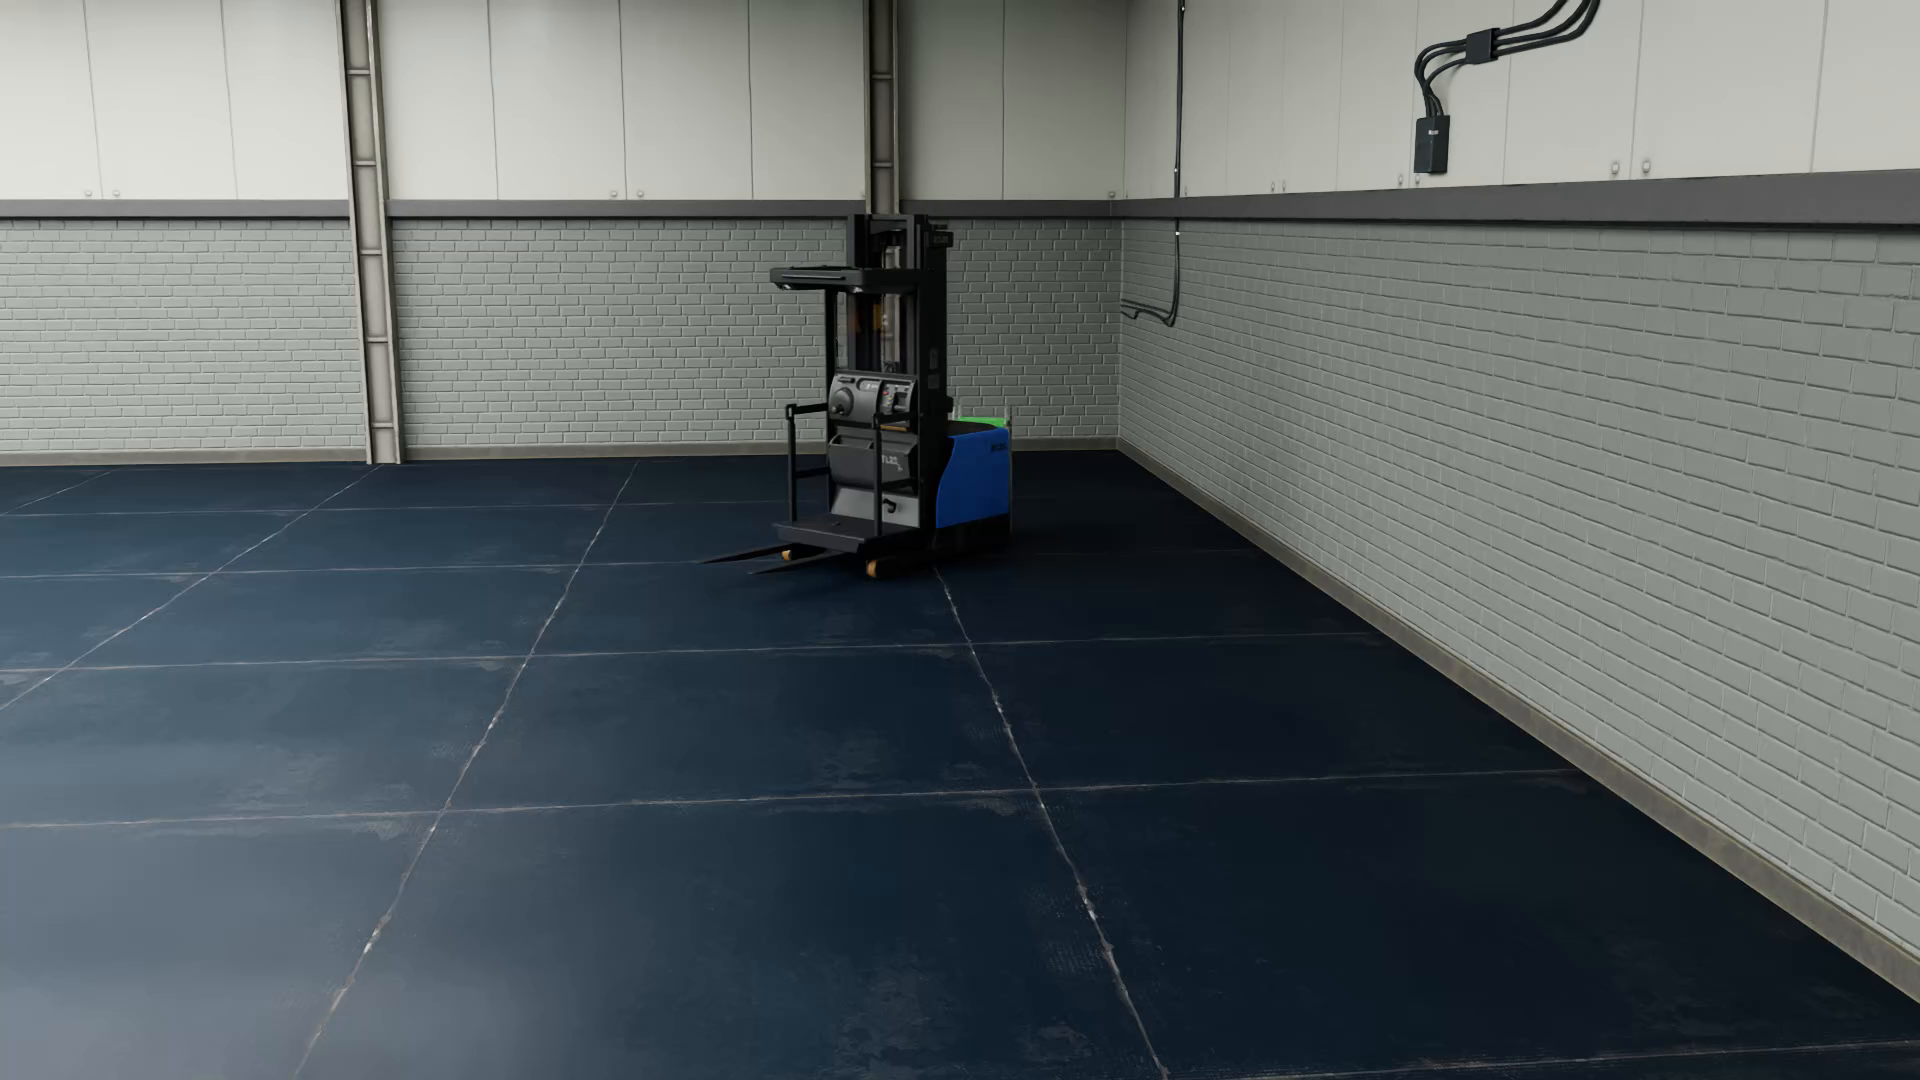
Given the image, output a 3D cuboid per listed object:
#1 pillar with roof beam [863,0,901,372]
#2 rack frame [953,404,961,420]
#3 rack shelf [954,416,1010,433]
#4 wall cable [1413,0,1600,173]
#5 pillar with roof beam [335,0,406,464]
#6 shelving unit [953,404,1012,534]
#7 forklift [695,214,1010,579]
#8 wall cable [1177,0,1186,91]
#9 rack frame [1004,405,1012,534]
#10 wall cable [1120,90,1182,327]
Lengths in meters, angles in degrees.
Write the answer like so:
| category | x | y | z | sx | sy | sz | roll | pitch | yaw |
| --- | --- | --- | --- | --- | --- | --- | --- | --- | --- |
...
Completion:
| category | x | y | z | sx | sy | sz | roll | pitch | yaw |
| --- | --- | --- | --- | --- | --- | --- | --- | --- | --- |
| pillar with roof beam | -0.475 | -4.655 | 15.600 | 0.400 | 9.000 | 9.100 | -1 | 11 | -6 |
| rack frame | -0.028 | -0.655 | 15.470 | 0.015 | 1.200 | 0.240 | 3 | 12 | 15 |
| rack shelf | 0.208 | -1.051 | 15.328 | 0.480 | 0.148 | 0.258 | 3 | 12 | 15 |
| wall cable | 3.141 | -5.136 | 9.231 | 0.169 | 6.003 | 2.305 | -1 | 11 | -6 |
| pillar with roof beam | -6.440 | -4.530 | 14.964 | 0.400 | 9.000 | 9.100 | -1 | 11 | -6 |
| shelving unit | 0.208 | -0.643 | 15.408 | 0.503 | 1.200 | 0.258 | 3 | 12 | 15 |
| forklift | -0.878 | -1.226 | 13.890 | 1.130 | 2.935 | 3.031 | 9 | 14 | 39 |
| wall cable | 2.423 | -5.724 | 15.995 | 0.112 | 2.526 | 3.097 | -1 | 11 | -6 |
| rack frame | 0.443 | -0.630 | 15.346 | 0.015 | 1.200 | 0.240 | 3 | 12 | 15 |
| wall cable | 2.131 | -3.765 | 19.121 | 0.112 | 2.526 | 3.097 | -1 | 11 | -6 |
